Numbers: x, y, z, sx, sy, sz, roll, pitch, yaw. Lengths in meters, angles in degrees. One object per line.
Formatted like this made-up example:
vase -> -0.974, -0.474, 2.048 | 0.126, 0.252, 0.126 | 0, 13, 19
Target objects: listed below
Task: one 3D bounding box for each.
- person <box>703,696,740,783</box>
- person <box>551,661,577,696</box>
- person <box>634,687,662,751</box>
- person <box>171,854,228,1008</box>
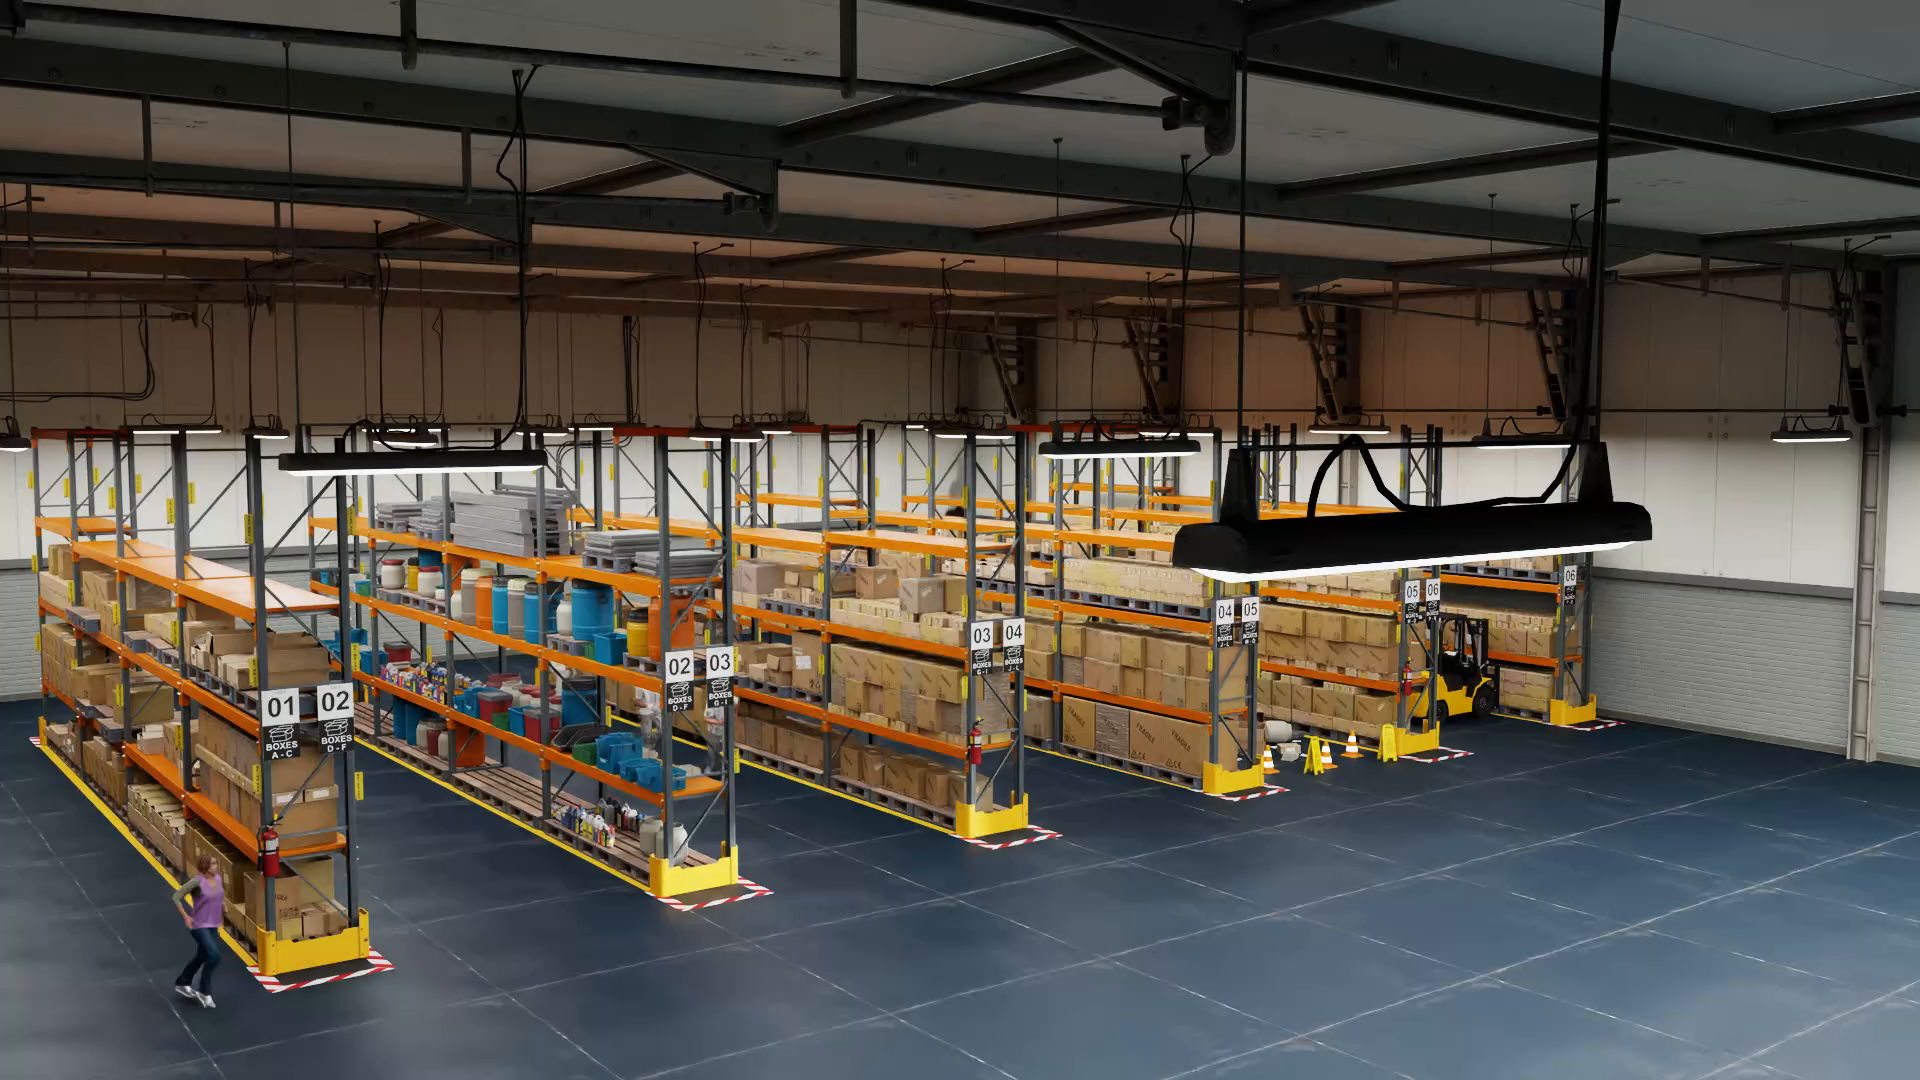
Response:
person -> -4.090, 3.320, 28.372 | 0.705, 1.709, 1.021 | -2, 5, -28
person -> -7.830, 2.875, 32.907 | 0.862, 1.855, 0.668 | 4, 6, 44
person -> -5.520, 3.114, 29.861 | 0.708, 1.733, 0.735 | -4, 6, -40
person -> -8.101, 4.166, 17.791 | 0.670, 1.638, 0.532 | 1, 5, 16
